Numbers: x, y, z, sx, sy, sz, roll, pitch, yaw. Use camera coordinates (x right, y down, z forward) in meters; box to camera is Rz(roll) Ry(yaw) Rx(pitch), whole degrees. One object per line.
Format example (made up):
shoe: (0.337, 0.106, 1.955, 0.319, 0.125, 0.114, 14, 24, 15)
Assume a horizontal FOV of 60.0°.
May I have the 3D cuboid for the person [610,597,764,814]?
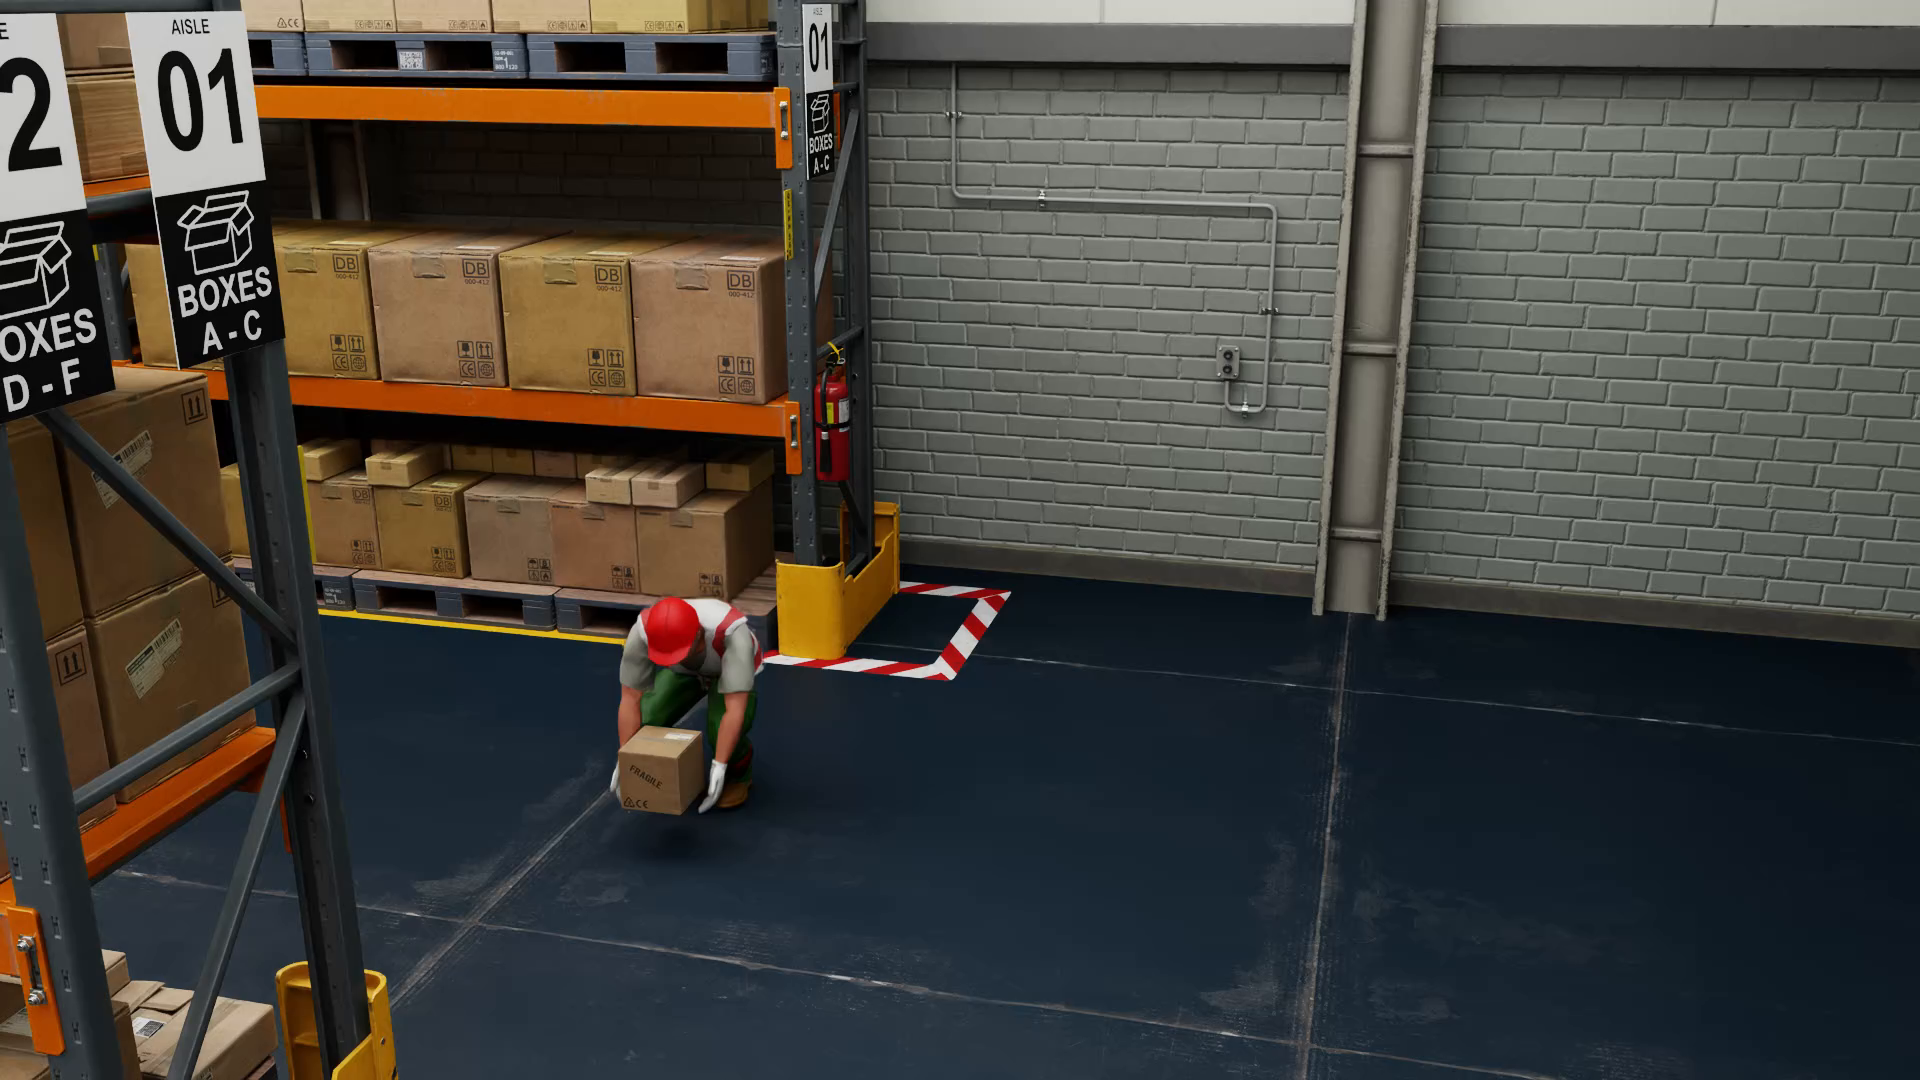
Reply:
person: (-1.069, 0.623, 6.822, 0.577, 1.040, 0.868, 4, 19, 13)
